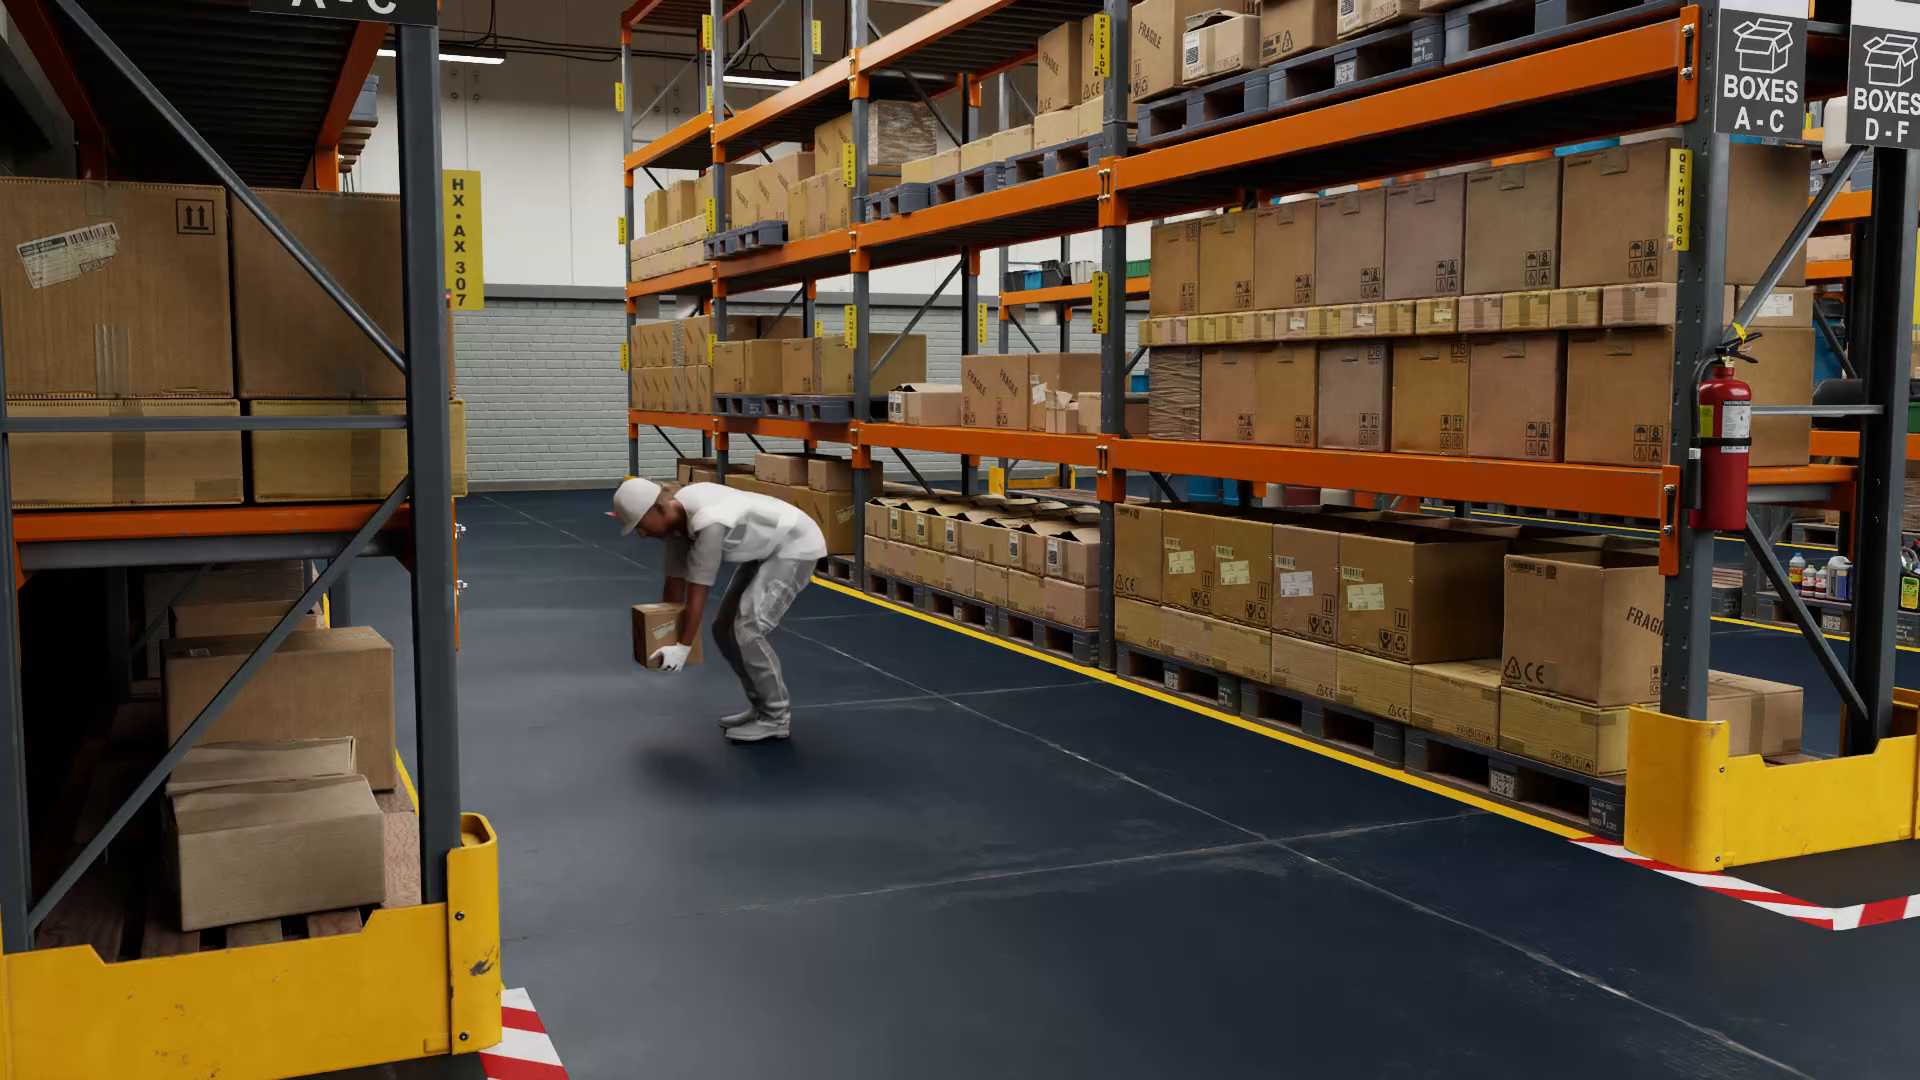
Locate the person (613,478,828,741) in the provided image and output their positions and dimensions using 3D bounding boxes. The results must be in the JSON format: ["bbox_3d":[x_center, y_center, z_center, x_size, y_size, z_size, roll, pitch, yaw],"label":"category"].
[{"bbox_3d":[-1.075,0.306,7.491,0.962,1.189,0.524,-3,6,-26],"label":"person"}]
